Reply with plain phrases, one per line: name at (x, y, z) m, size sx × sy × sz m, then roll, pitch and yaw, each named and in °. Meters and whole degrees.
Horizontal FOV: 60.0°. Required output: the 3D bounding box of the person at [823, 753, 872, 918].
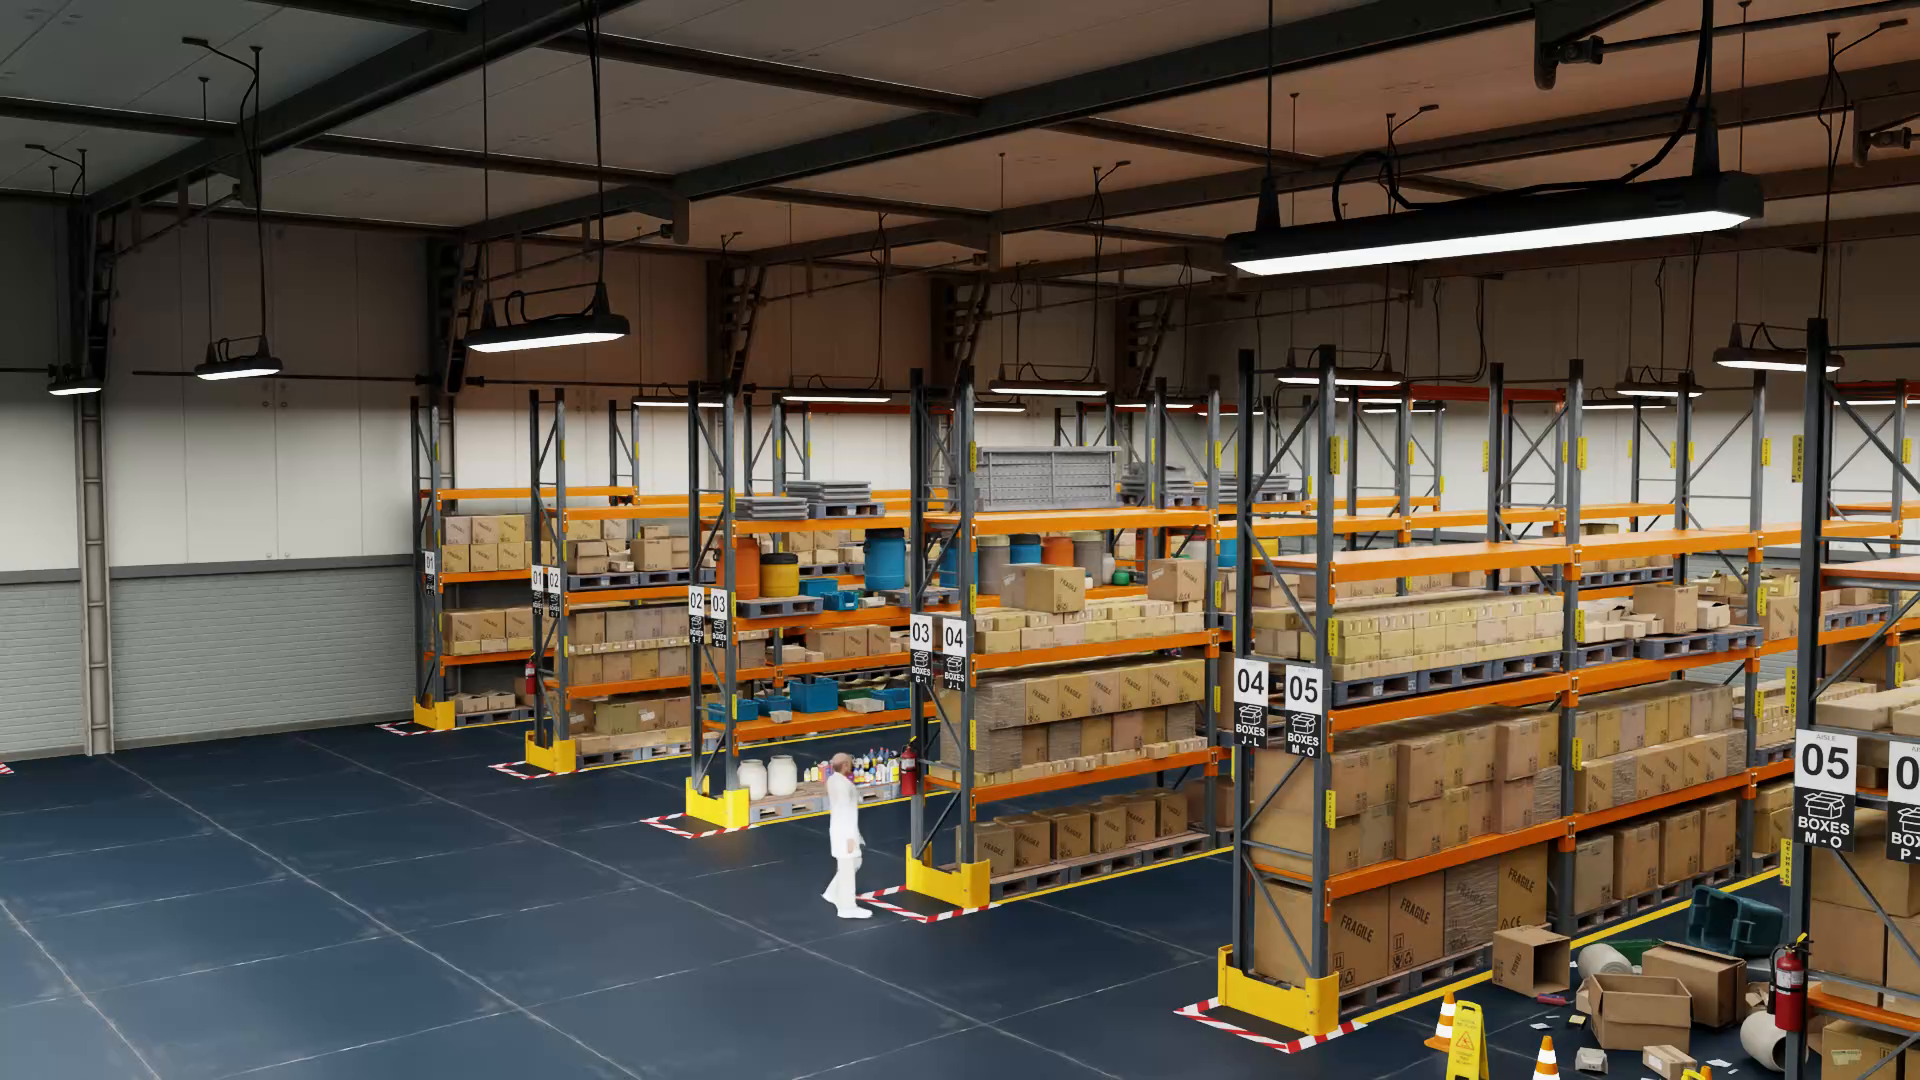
person at (-1.230, 3.216, 18.120) m, size 0.530 × 1.803 × 0.648 m, roll 0°, pitch 3°, yaw -7°
